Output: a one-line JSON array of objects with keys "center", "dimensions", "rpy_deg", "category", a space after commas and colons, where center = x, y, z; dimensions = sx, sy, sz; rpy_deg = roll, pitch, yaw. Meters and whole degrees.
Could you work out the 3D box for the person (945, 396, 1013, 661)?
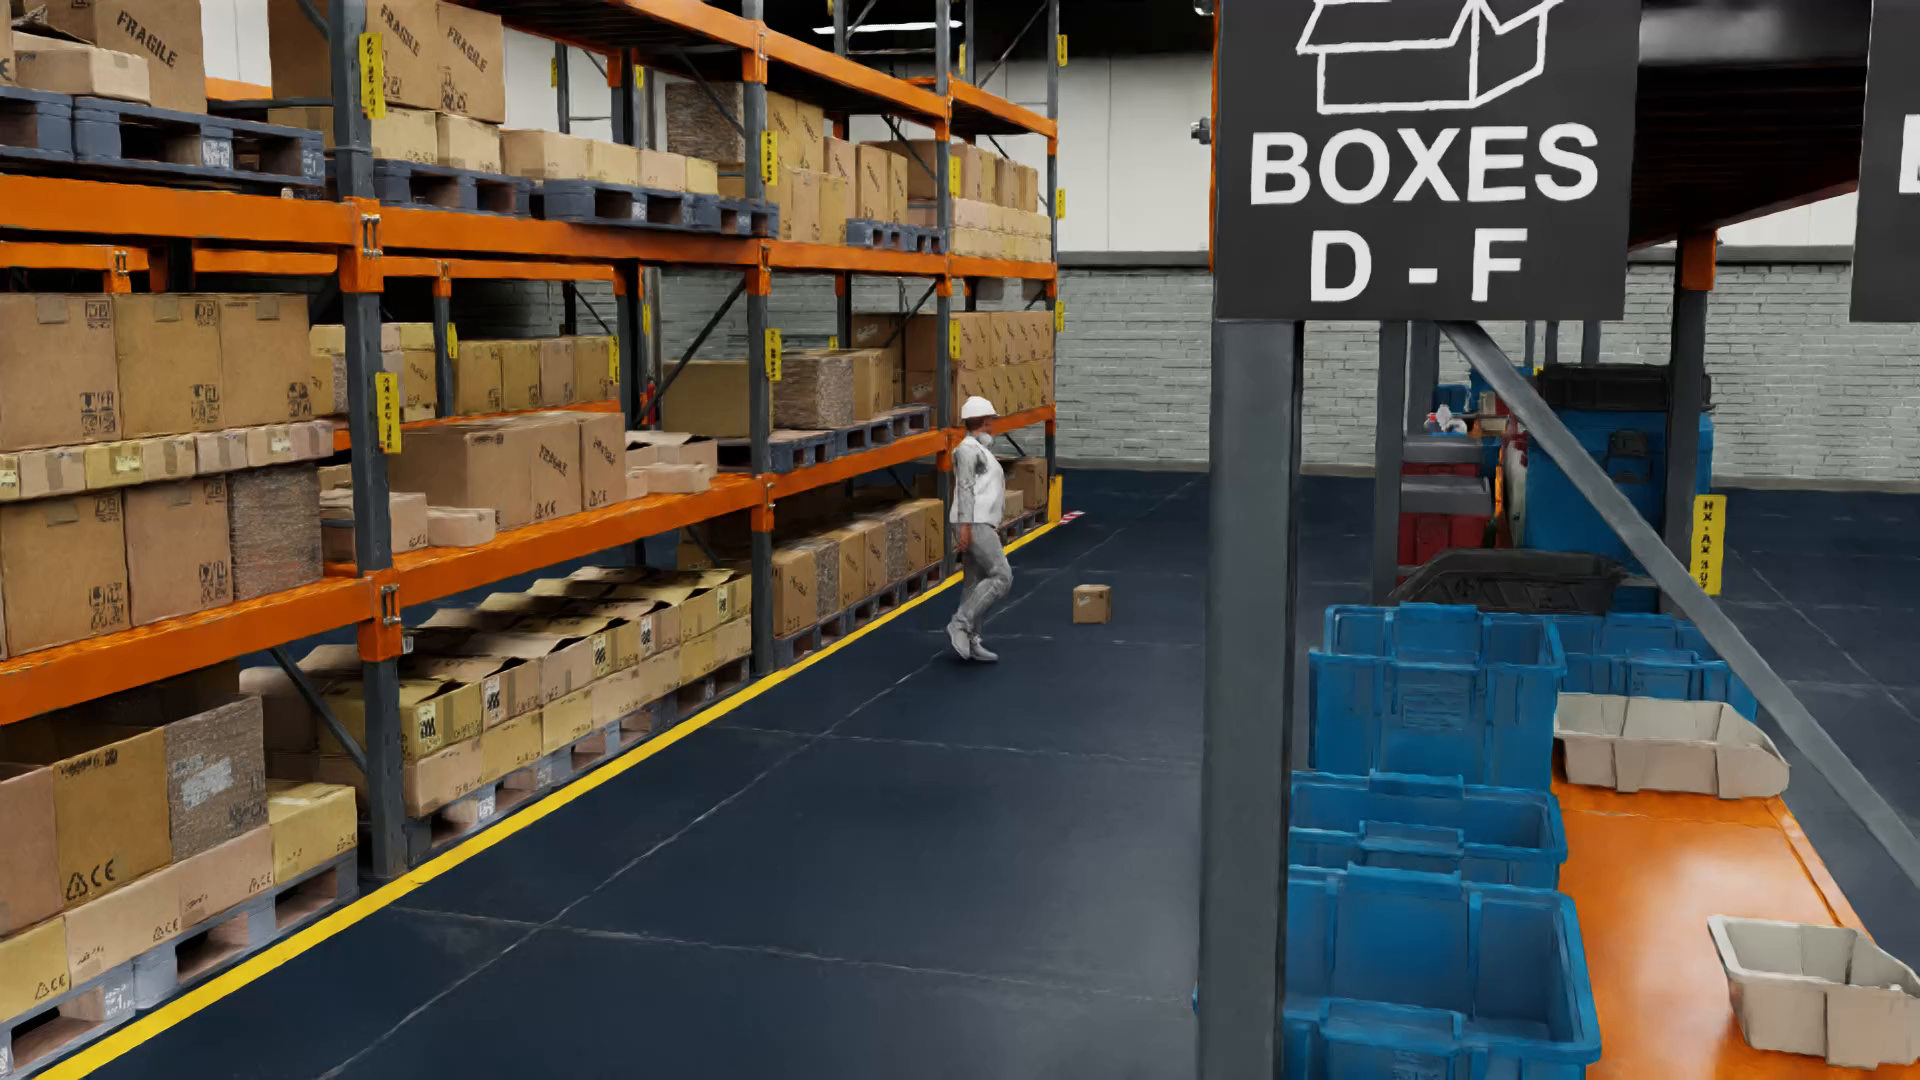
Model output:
[{"center": [0.152, -0.076, 11.216], "dimensions": [0.456, 1.765, 0.729], "rpy_deg": [2, 8, 10], "category": "person"}]
